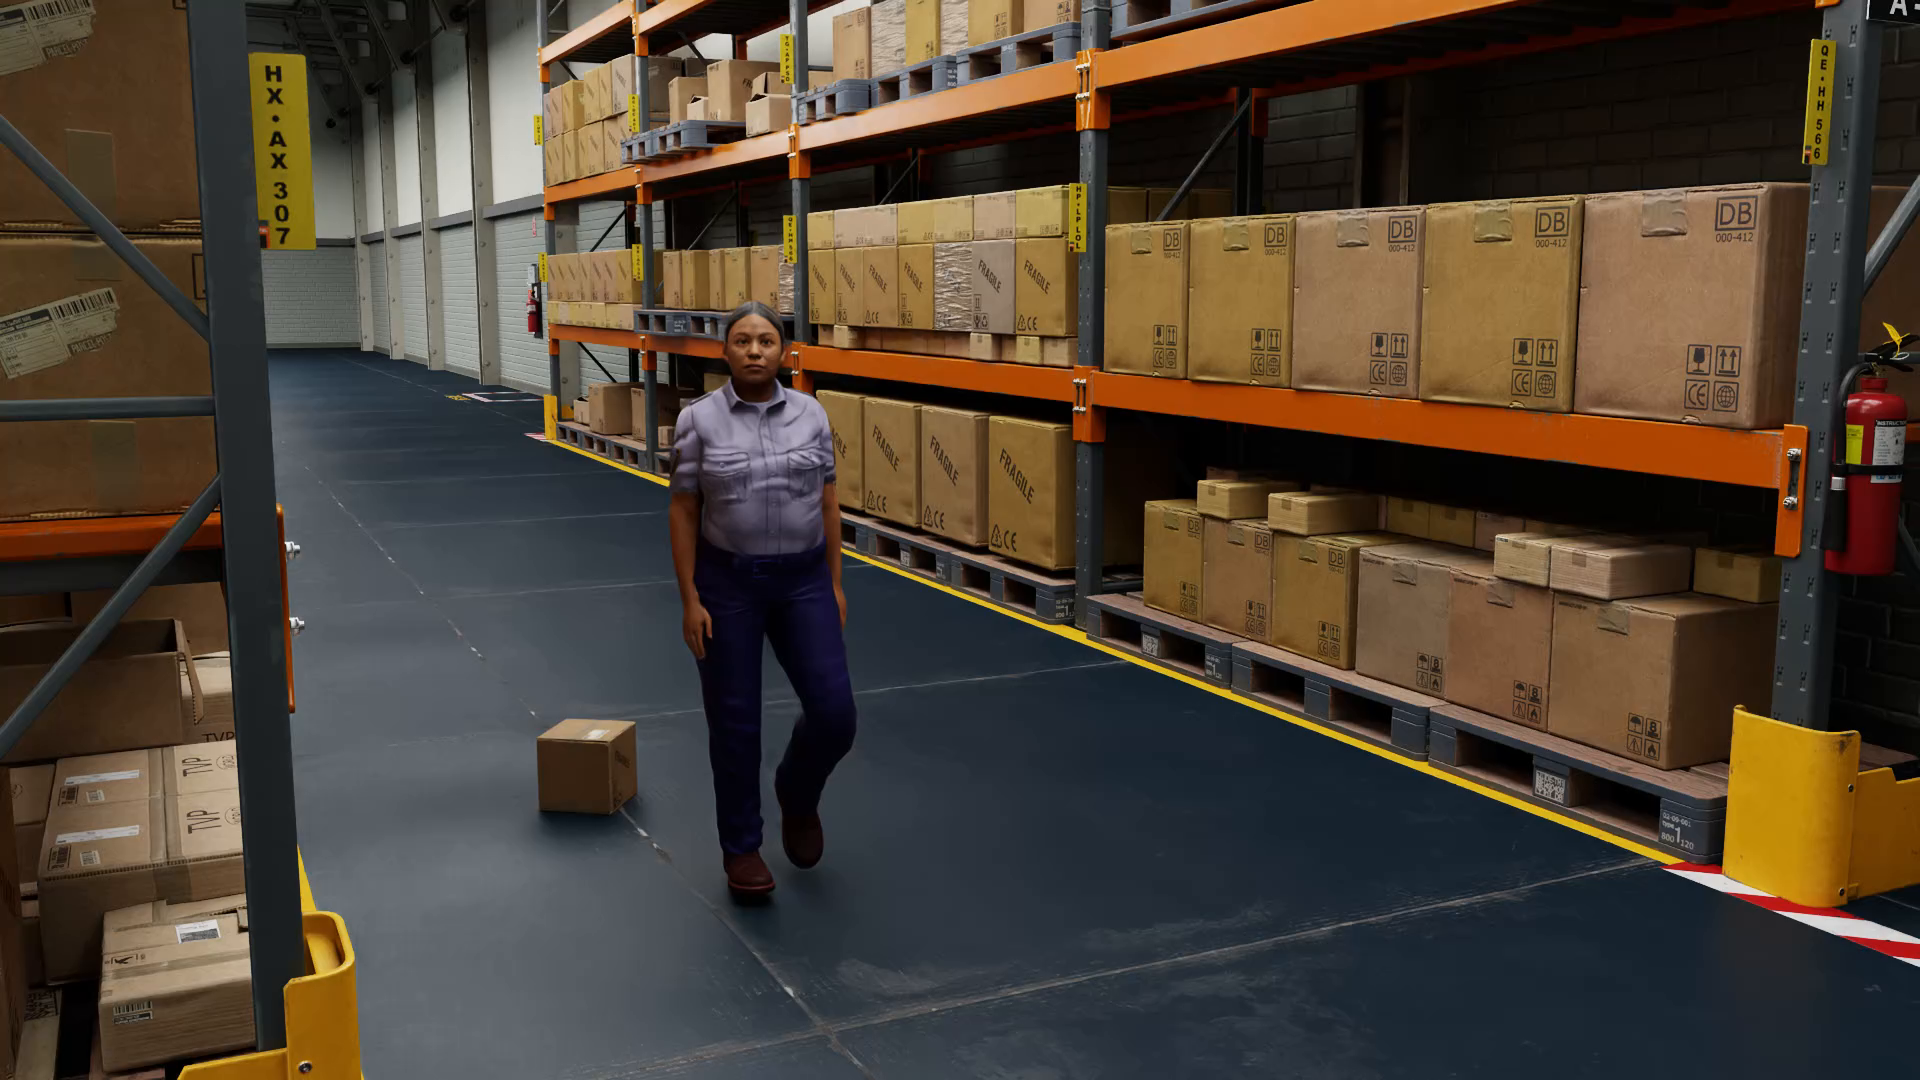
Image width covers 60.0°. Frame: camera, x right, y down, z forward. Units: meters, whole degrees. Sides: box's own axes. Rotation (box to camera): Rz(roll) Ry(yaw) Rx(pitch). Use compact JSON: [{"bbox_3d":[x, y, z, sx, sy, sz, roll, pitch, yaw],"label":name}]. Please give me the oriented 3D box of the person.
[{"bbox_3d":[-0.548,0.165,4.641,0.510,1.648,0.458,-3,9,-17],"label":"person"}]
